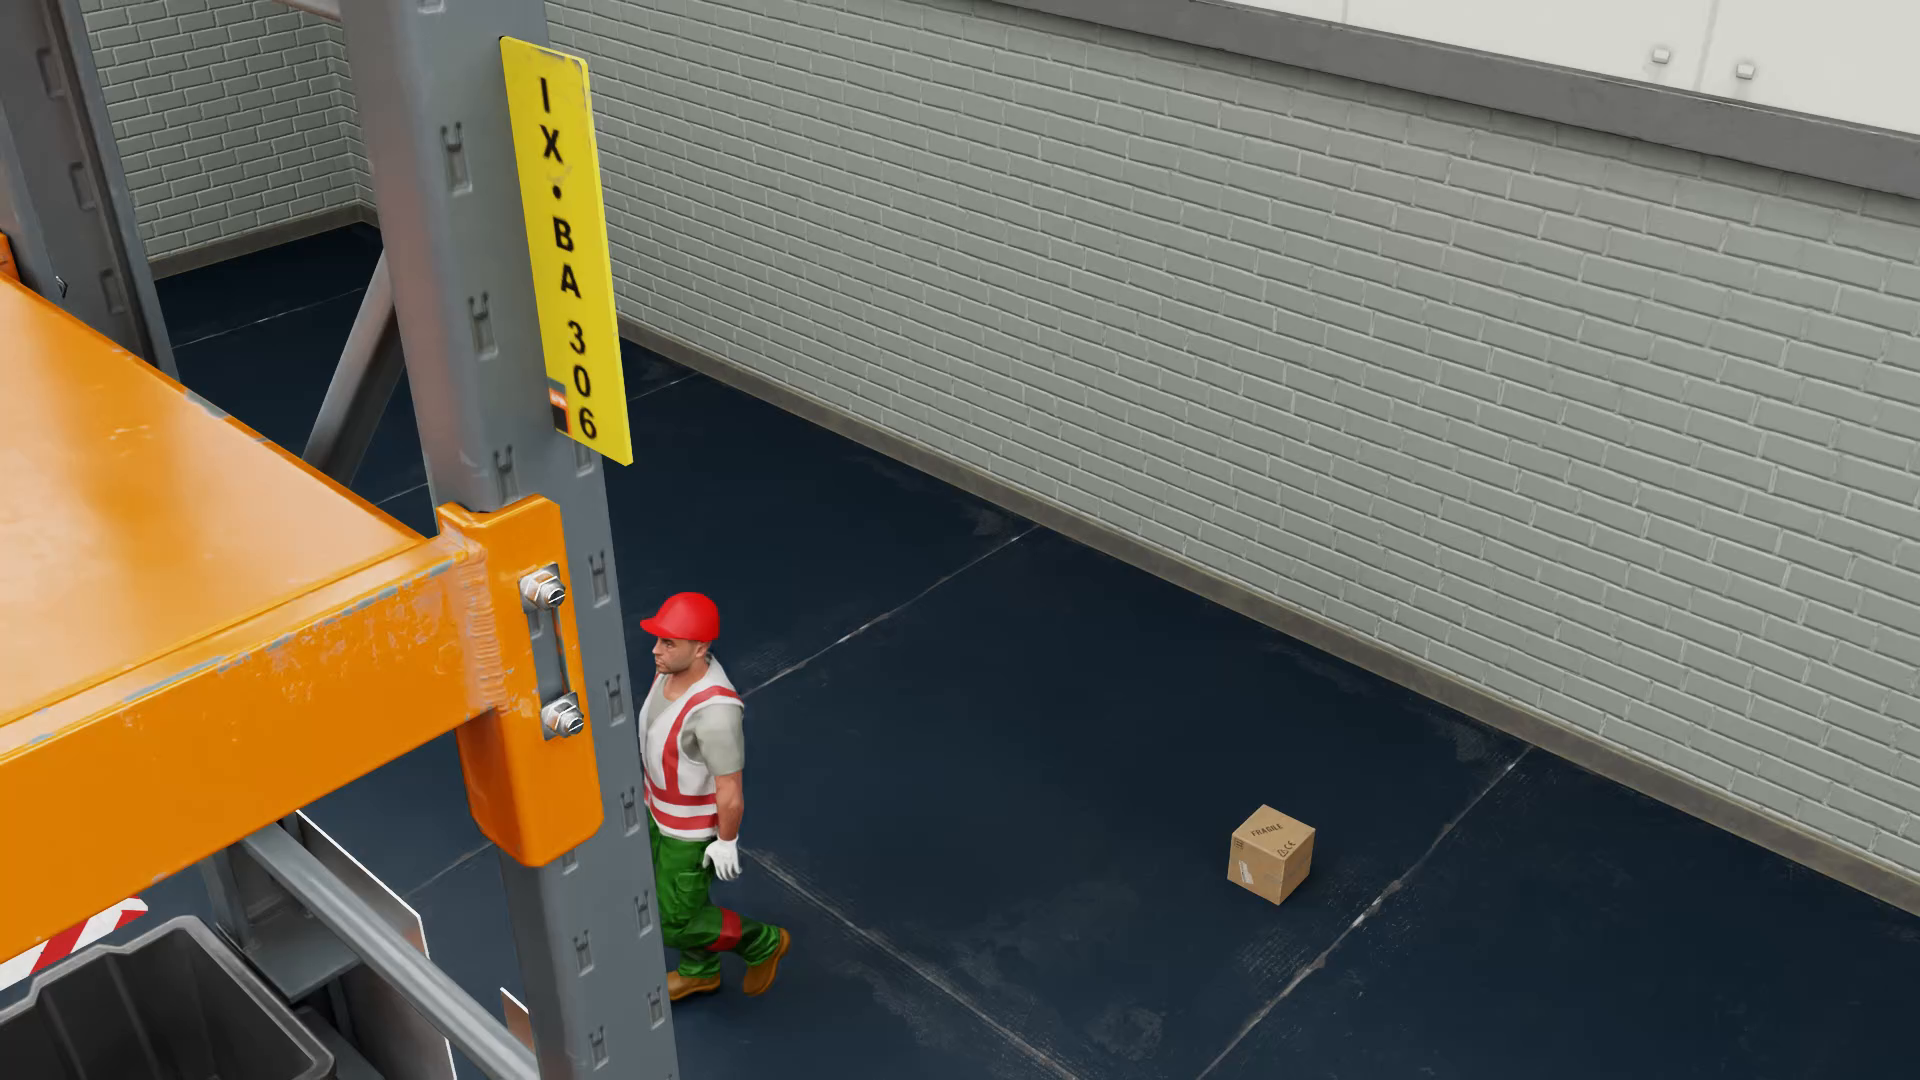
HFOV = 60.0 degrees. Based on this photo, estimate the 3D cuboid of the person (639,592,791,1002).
[{"bbox_3d":[-0.943,0.962,5.969,0.542,1.778,0.560,-14,34,-22],"label":"person"}]
